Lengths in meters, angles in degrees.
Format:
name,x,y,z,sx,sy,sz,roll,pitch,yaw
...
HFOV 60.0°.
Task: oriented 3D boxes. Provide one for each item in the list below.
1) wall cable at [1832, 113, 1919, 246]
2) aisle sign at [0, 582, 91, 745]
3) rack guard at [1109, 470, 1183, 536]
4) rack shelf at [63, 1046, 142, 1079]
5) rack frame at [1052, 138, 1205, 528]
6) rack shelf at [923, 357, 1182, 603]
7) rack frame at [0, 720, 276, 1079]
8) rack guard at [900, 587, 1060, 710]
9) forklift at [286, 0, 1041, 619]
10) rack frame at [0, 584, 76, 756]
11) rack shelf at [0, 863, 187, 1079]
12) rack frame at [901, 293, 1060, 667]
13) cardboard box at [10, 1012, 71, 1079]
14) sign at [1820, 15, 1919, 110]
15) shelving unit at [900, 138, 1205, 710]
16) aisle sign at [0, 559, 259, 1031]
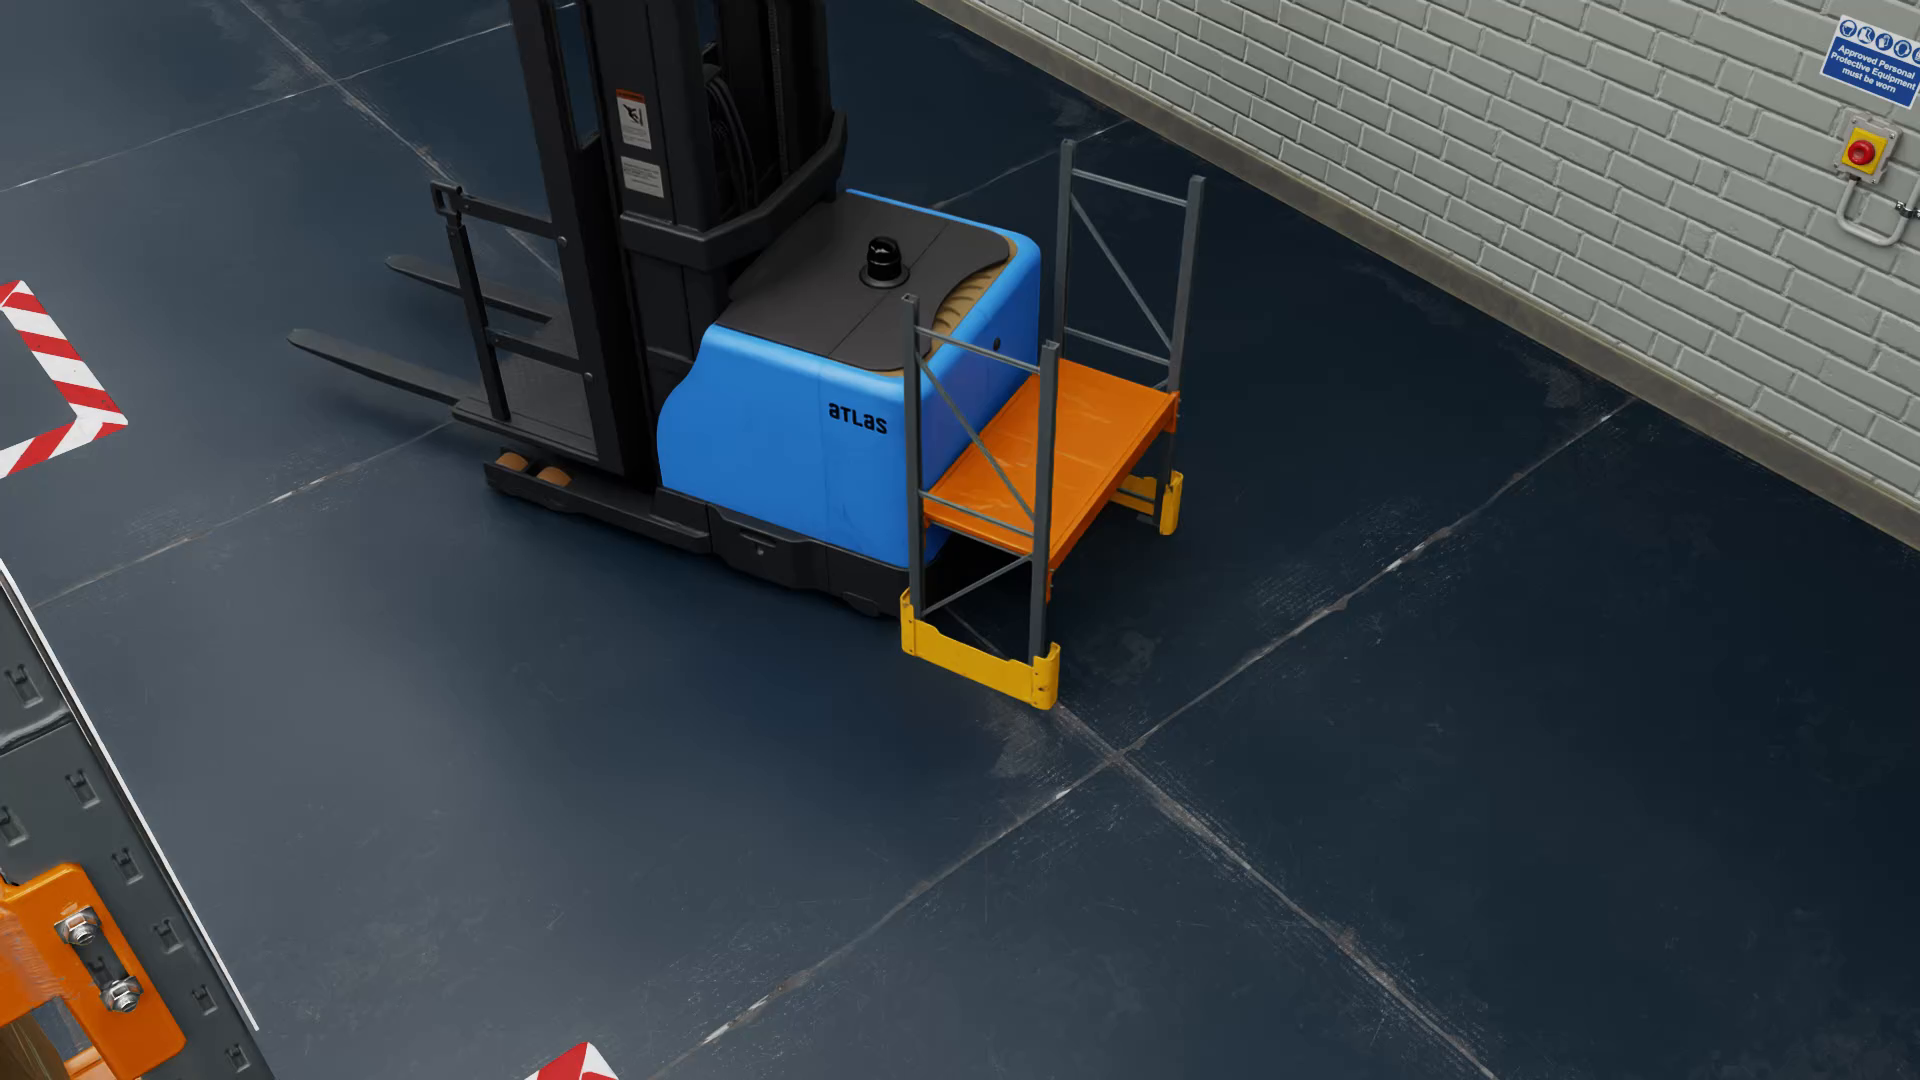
name,x,y,z,sx,sy,sz,roll,pitch,yaw
wall cable,3.050,-1.831,5.244,0.123,1.953,0.585,-30,51,-28
aisle sign,-1.391,-0.092,2.258,0.004,0.787,0.394,-30,51,-28
rack guard,0.555,-0.225,6.307,0.587,0.250,0.087,21,47,21
rack shelf,-2.794,2.180,2.263,4.000,0.370,1.077,-30,51,-28
rack frame,0.556,-0.681,5.880,0.500,1.500,0.032,21,47,21
rack shelf,0.305,-0.248,5.681,0.538,0.185,1.000,21,47,21
rack frame,-1.260,1.040,2.952,0.127,3.000,1.000,-30,51,-28
rack guard,0.064,0.368,5.676,0.587,0.250,0.087,21,47,21
forklift,-1.256,-1.487,5.693,3.031,2.935,1.130,18,46,19
rack frame,-1.260,-1.147,0.898,0.127,3.000,1.000,-30,51,-28
rack shelf,-2.794,1.087,1.236,4.000,0.370,1.077,-30,51,-28
rack frame,0.054,-0.076,5.235,0.500,1.500,0.032,21,47,21
cardboard box,-1.812,1.063,2.854,0.500,0.500,0.500,-30,51,-28
sign,3.066,-1.600,5.565,0.001,0.218,0.327,-30,51,-28
shelving unit,0.310,-0.384,5.563,0.587,1.500,1.083,21,47,21
aisle sign,-1.006,0.223,1.922,0.004,0.787,0.394,-30,51,-28
